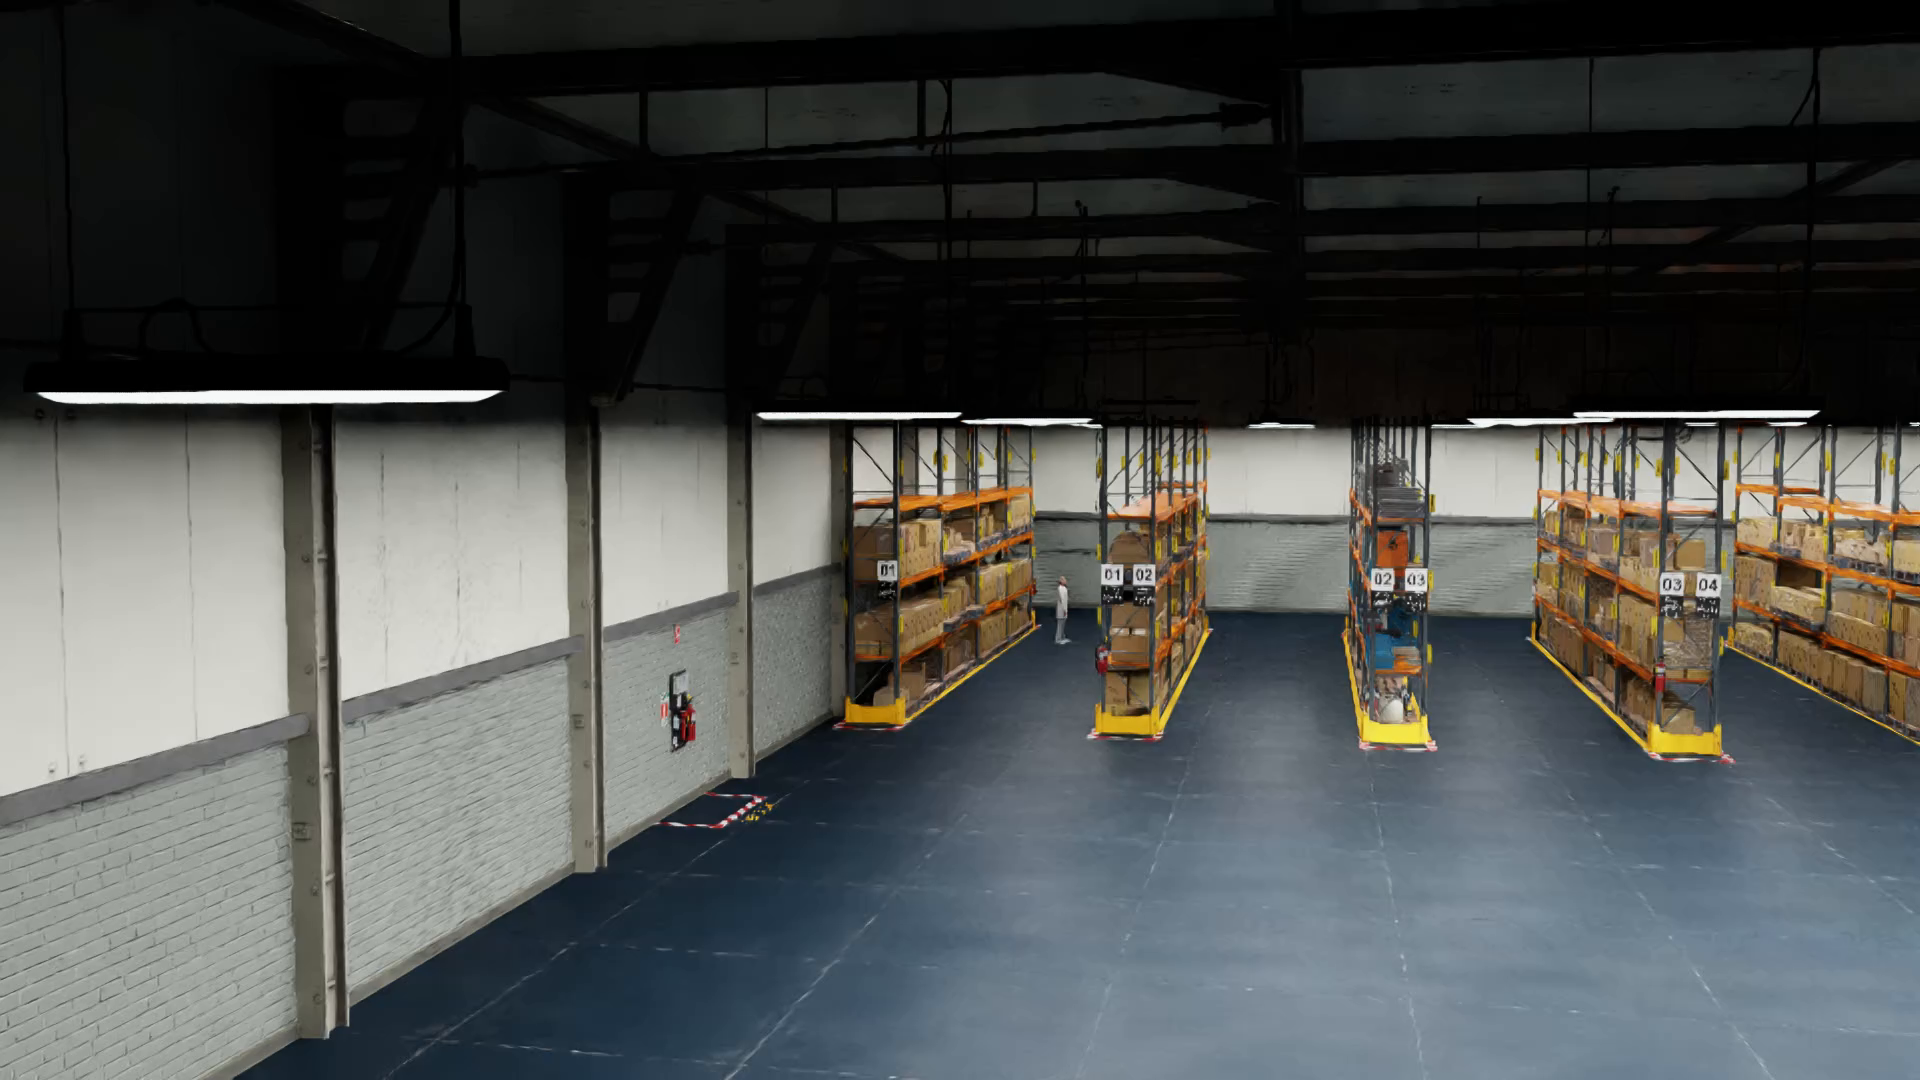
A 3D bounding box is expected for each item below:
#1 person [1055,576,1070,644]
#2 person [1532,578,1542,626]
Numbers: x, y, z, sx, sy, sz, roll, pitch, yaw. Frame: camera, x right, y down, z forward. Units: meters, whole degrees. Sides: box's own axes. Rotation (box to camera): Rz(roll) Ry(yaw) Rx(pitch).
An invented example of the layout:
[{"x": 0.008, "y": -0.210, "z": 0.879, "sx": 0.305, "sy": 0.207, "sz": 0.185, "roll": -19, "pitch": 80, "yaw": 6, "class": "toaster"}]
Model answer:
[{"x": 2.751, "y": 1.858, "z": 44.379, "sx": 0.445, "sy": 1.782, "sz": 0.674, "roll": 0, "pitch": 4, "yaw": -2, "class": "person"}, {"x": 16.263, "y": 1.840, "z": 46.596, "sx": 0.503, "sy": 1.574, "sz": 0.468, "roll": -3, "pitch": 5, "yaw": -40, "class": "person"}]
